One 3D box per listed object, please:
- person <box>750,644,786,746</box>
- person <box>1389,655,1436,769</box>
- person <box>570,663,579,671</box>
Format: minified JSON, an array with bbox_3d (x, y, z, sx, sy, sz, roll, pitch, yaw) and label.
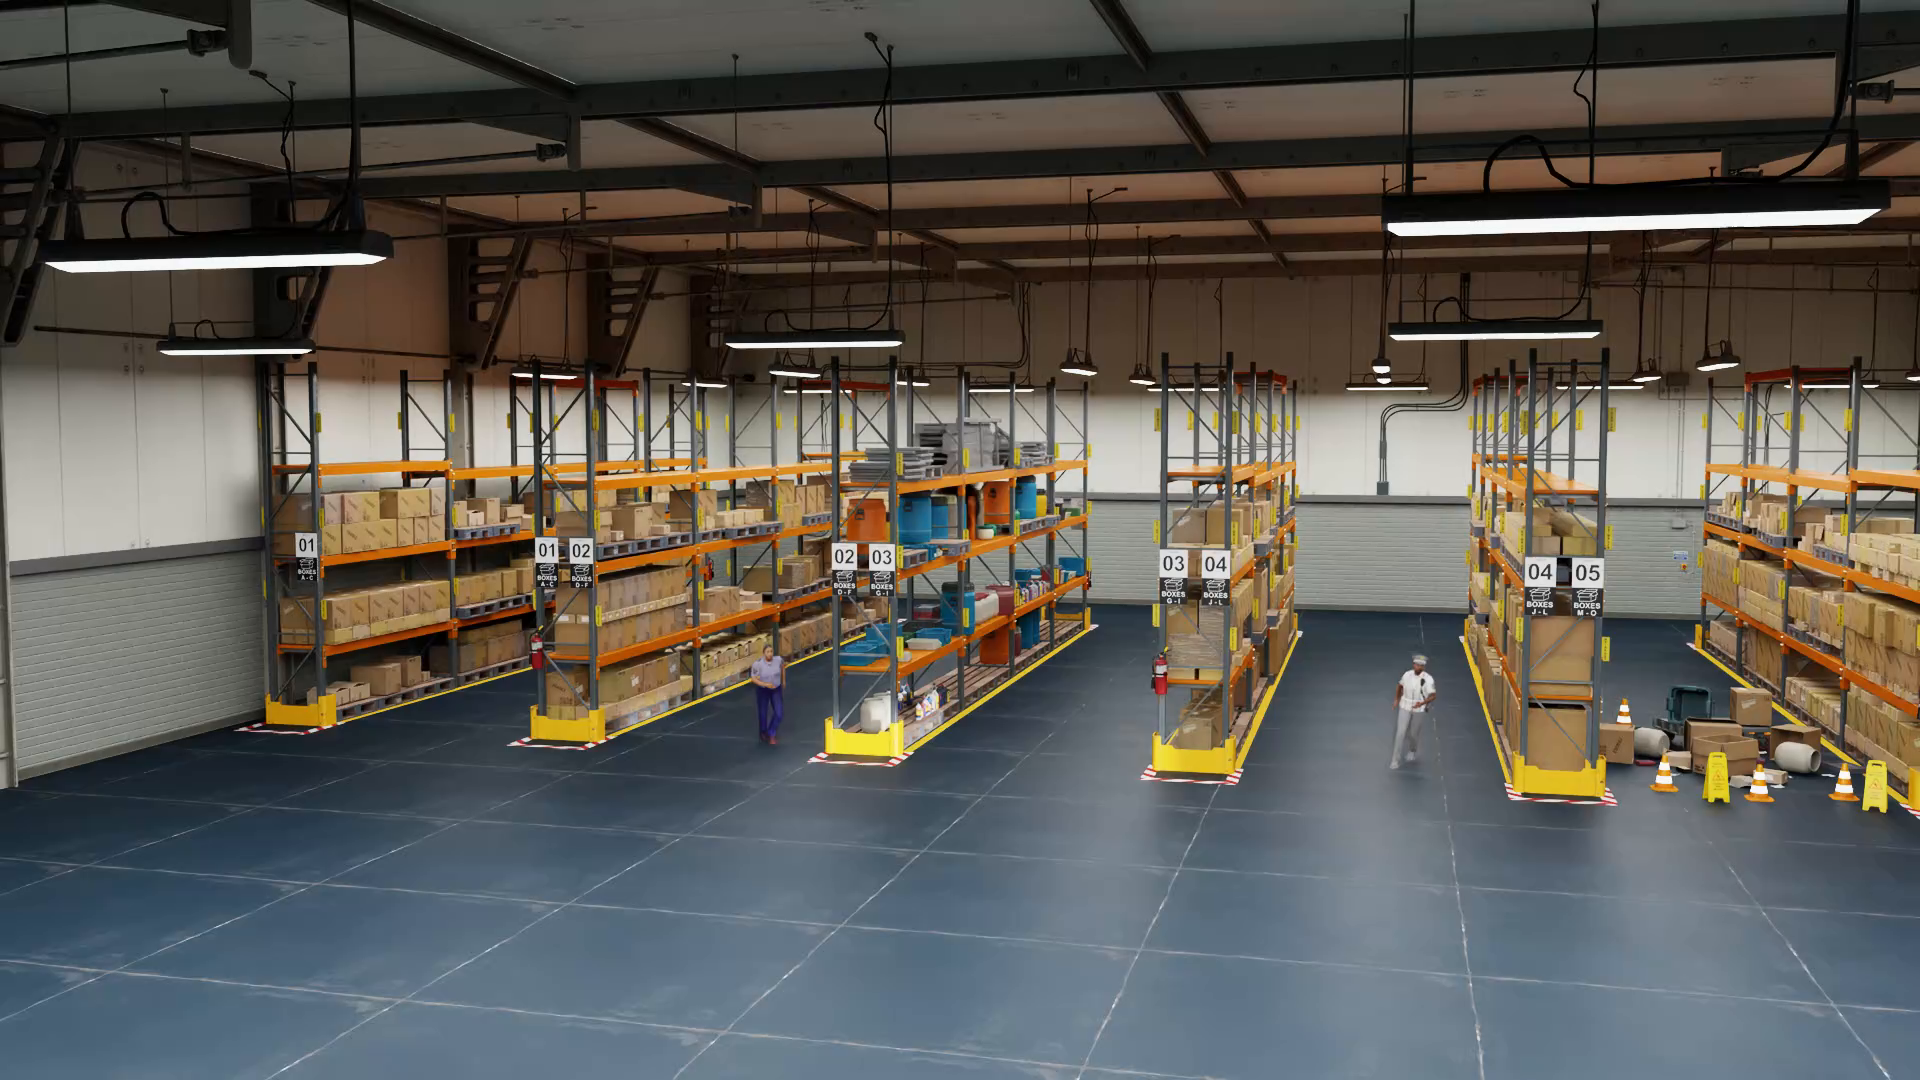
[{"bbox_3d":[-2.991,2.402,25.907,0.576,1.616,0.760,-1,4,-14],"label":"person"},{"bbox_3d":[6.556,2.452,24.014,0.625,1.623,0.988,2,4,23],"label":"person"},{"bbox_3d":[-6.894,2.052,29.956,0.578,1.672,0.962,1,4,11],"label":"person"}]
